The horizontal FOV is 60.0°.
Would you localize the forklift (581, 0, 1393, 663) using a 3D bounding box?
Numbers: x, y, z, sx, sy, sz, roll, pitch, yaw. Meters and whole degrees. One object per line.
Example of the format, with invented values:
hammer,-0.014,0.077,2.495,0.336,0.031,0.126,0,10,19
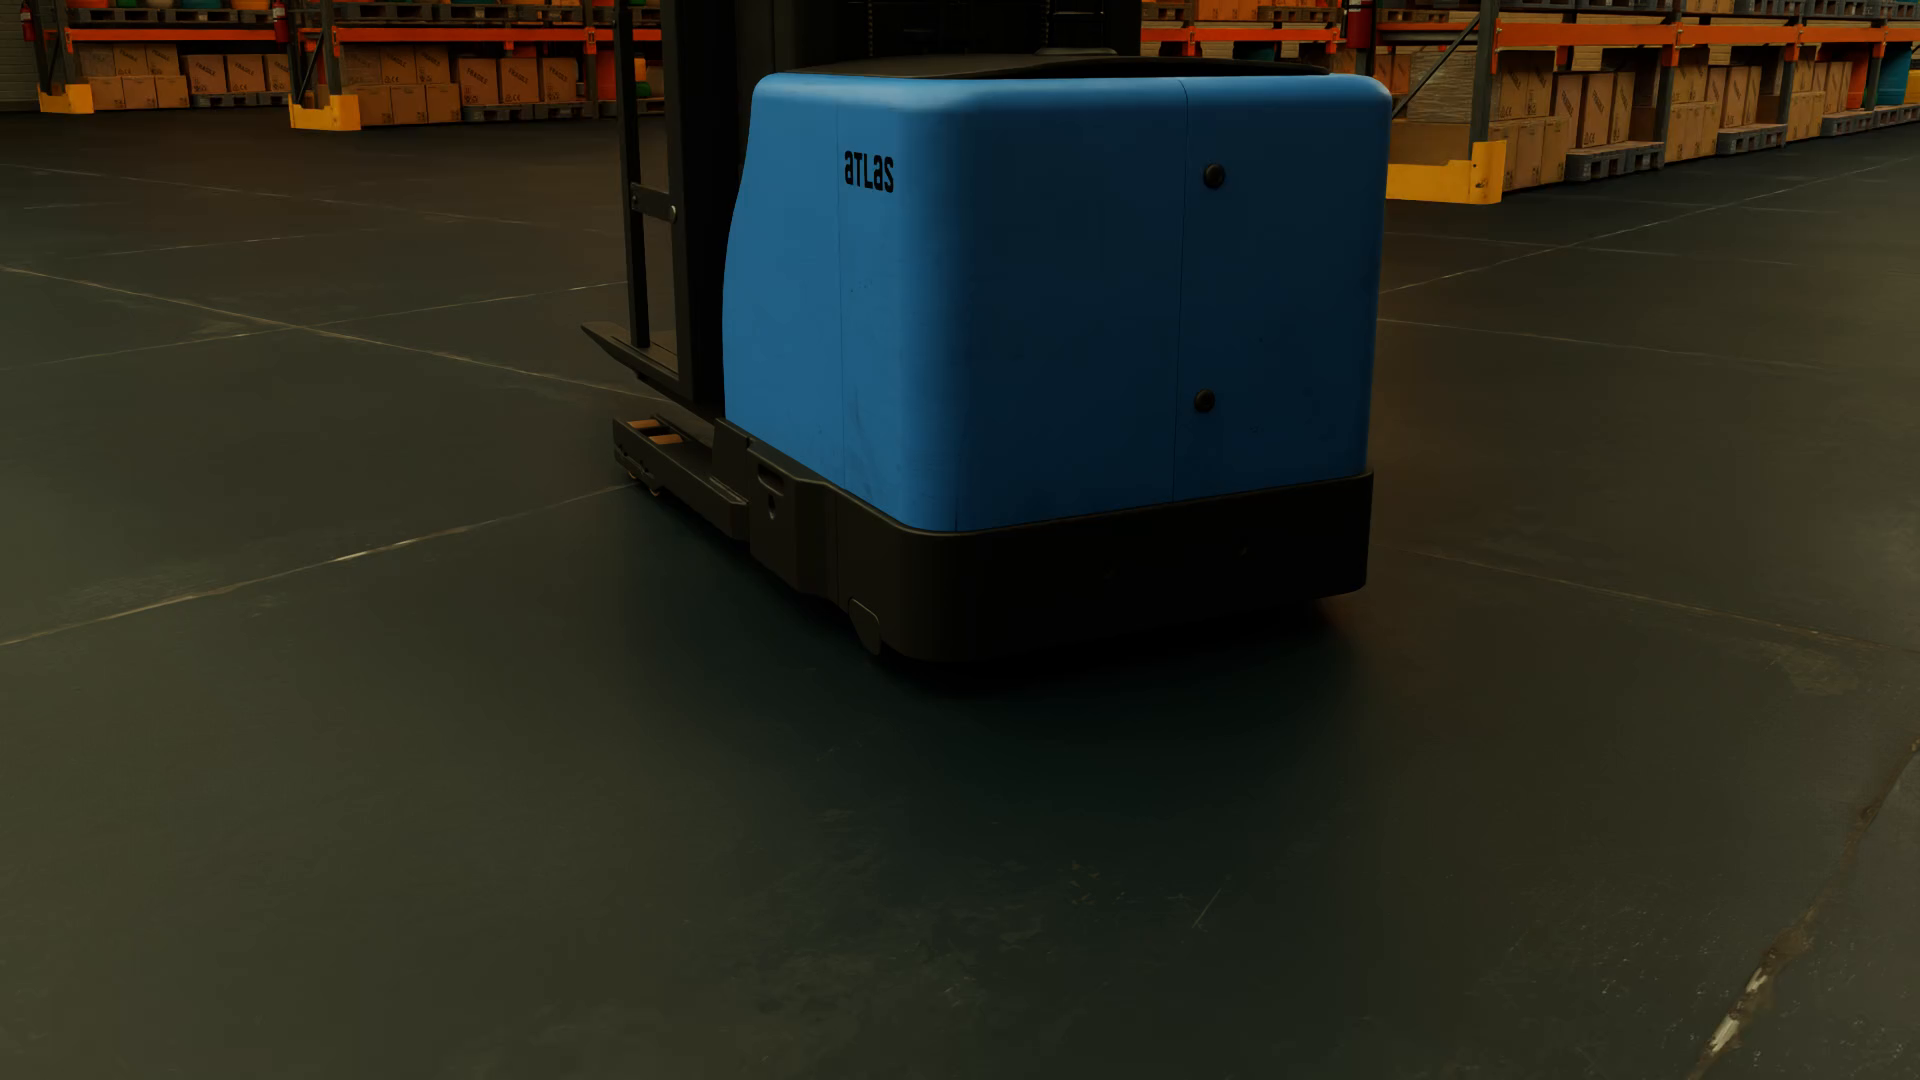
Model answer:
forklift,-0.280,-1.564,4.047,1.130,2.935,3.031,-8,19,-26
